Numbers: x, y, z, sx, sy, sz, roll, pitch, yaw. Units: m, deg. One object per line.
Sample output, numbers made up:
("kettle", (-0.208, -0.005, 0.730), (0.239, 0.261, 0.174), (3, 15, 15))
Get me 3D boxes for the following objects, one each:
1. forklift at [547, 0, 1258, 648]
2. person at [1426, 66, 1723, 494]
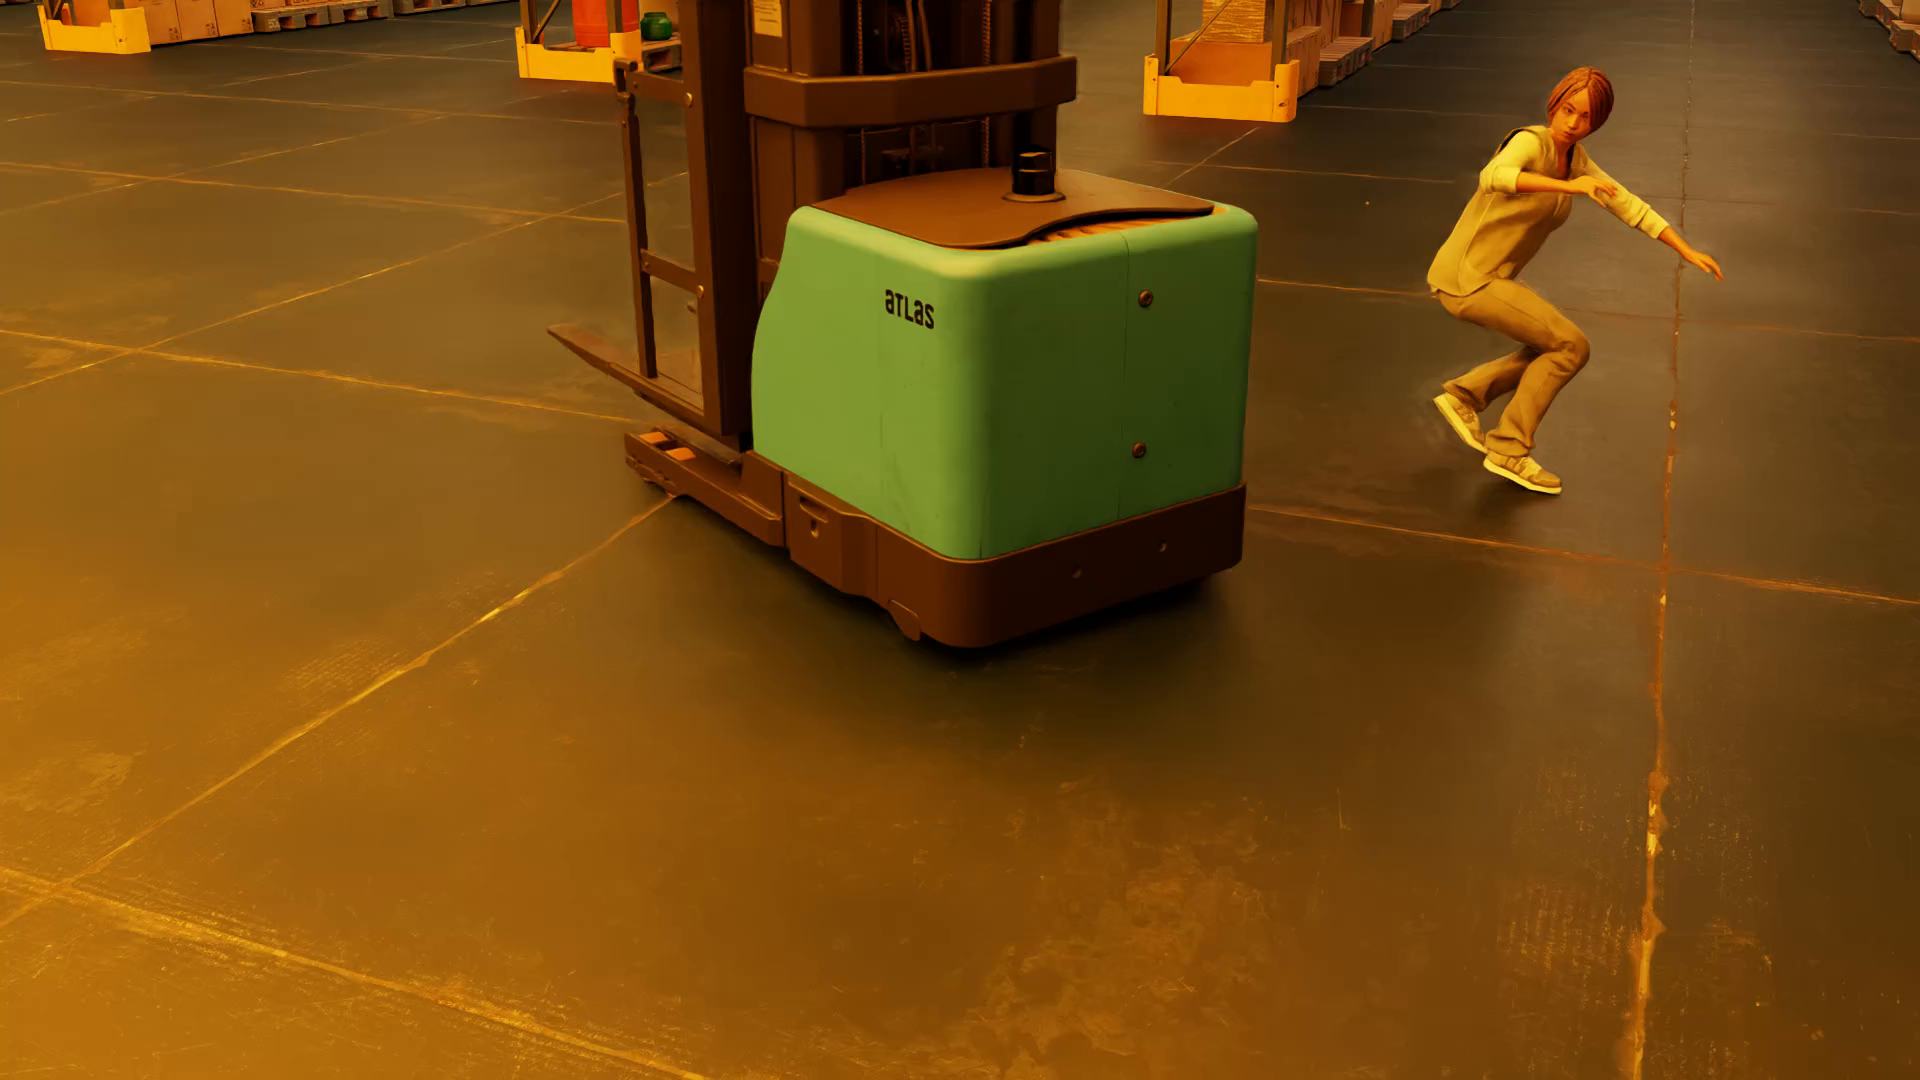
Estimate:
("forklift", (-0.462, -1.584, 5.083), (1.130, 2.935, 3.031), (-16, 27, -33))
("person", (1.948, -0.823, 5.350), (0.881, 1.324, 0.680), (12, 26, 27))
